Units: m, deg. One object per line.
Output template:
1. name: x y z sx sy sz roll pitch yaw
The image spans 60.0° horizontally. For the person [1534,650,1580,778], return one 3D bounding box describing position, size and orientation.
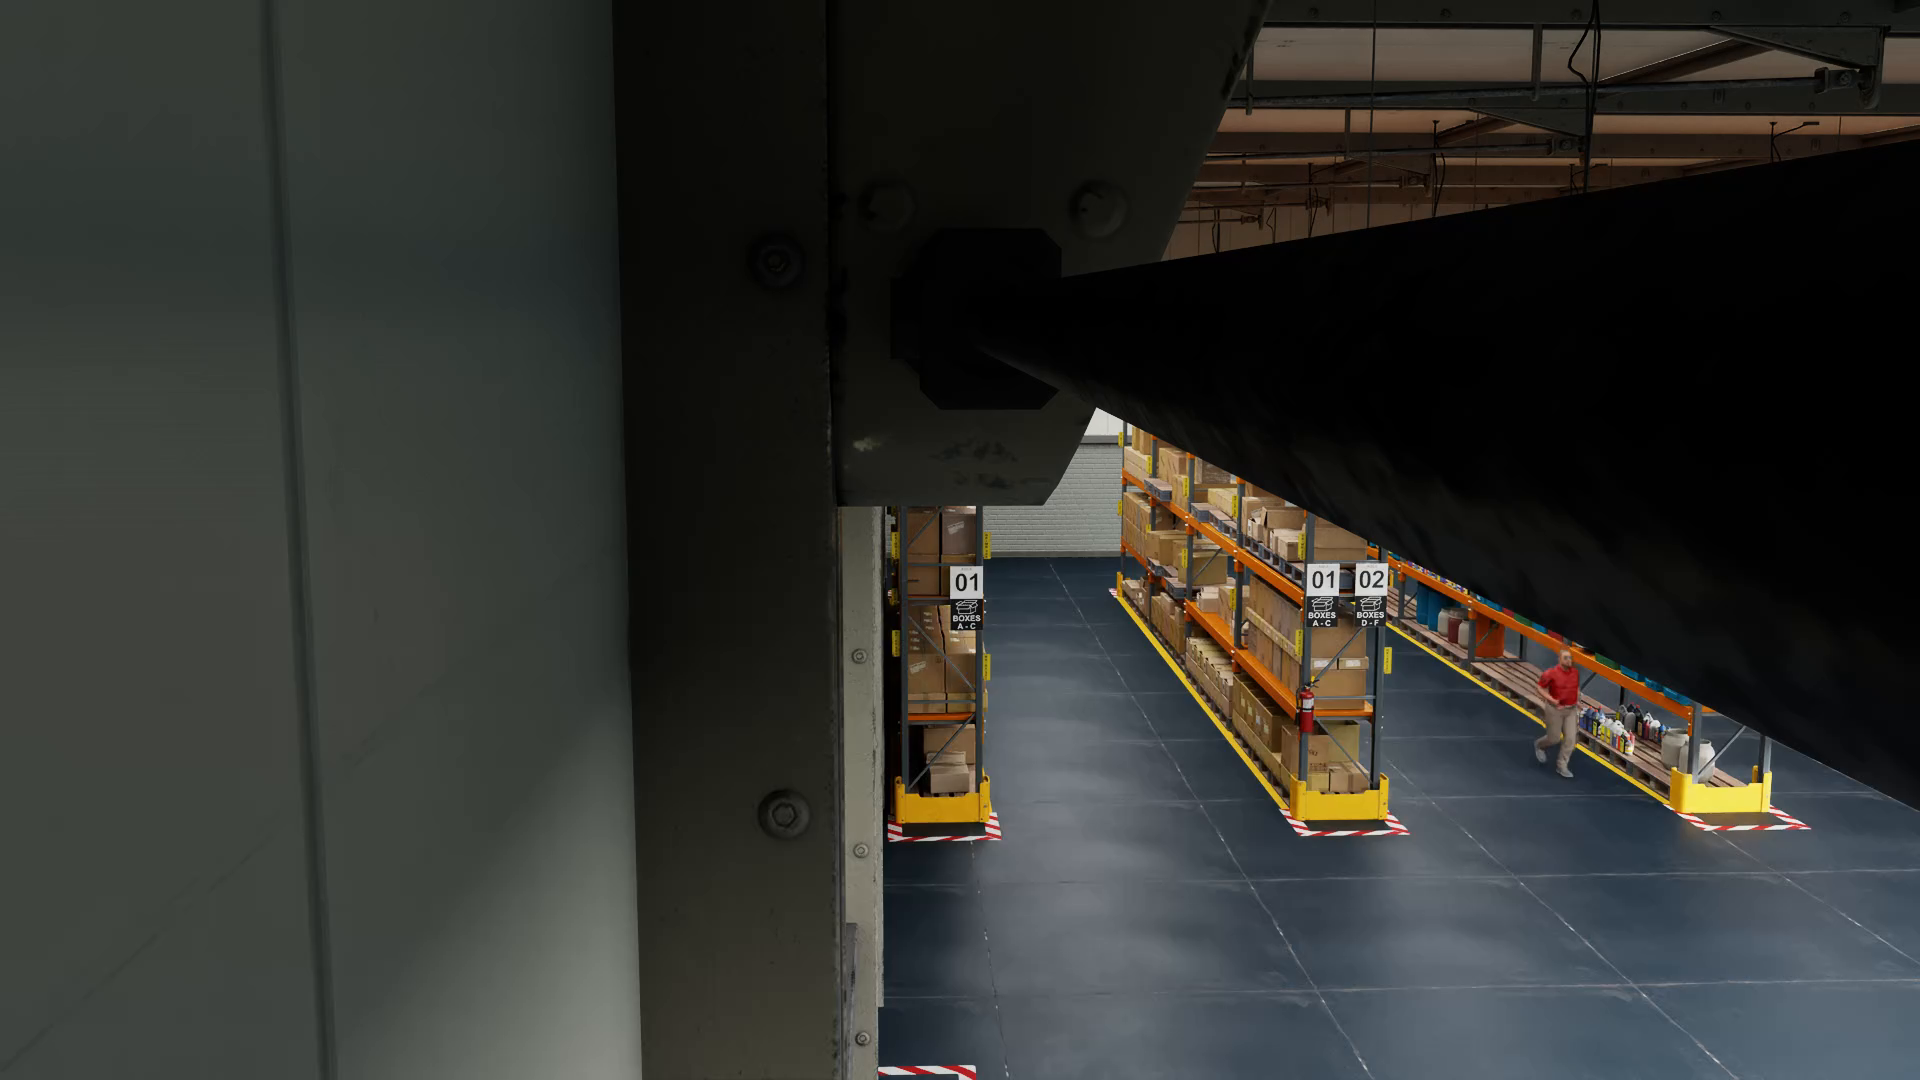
1. person: 8.160 2.319 22.627 0.660 1.699 0.772 -2 8 -11
